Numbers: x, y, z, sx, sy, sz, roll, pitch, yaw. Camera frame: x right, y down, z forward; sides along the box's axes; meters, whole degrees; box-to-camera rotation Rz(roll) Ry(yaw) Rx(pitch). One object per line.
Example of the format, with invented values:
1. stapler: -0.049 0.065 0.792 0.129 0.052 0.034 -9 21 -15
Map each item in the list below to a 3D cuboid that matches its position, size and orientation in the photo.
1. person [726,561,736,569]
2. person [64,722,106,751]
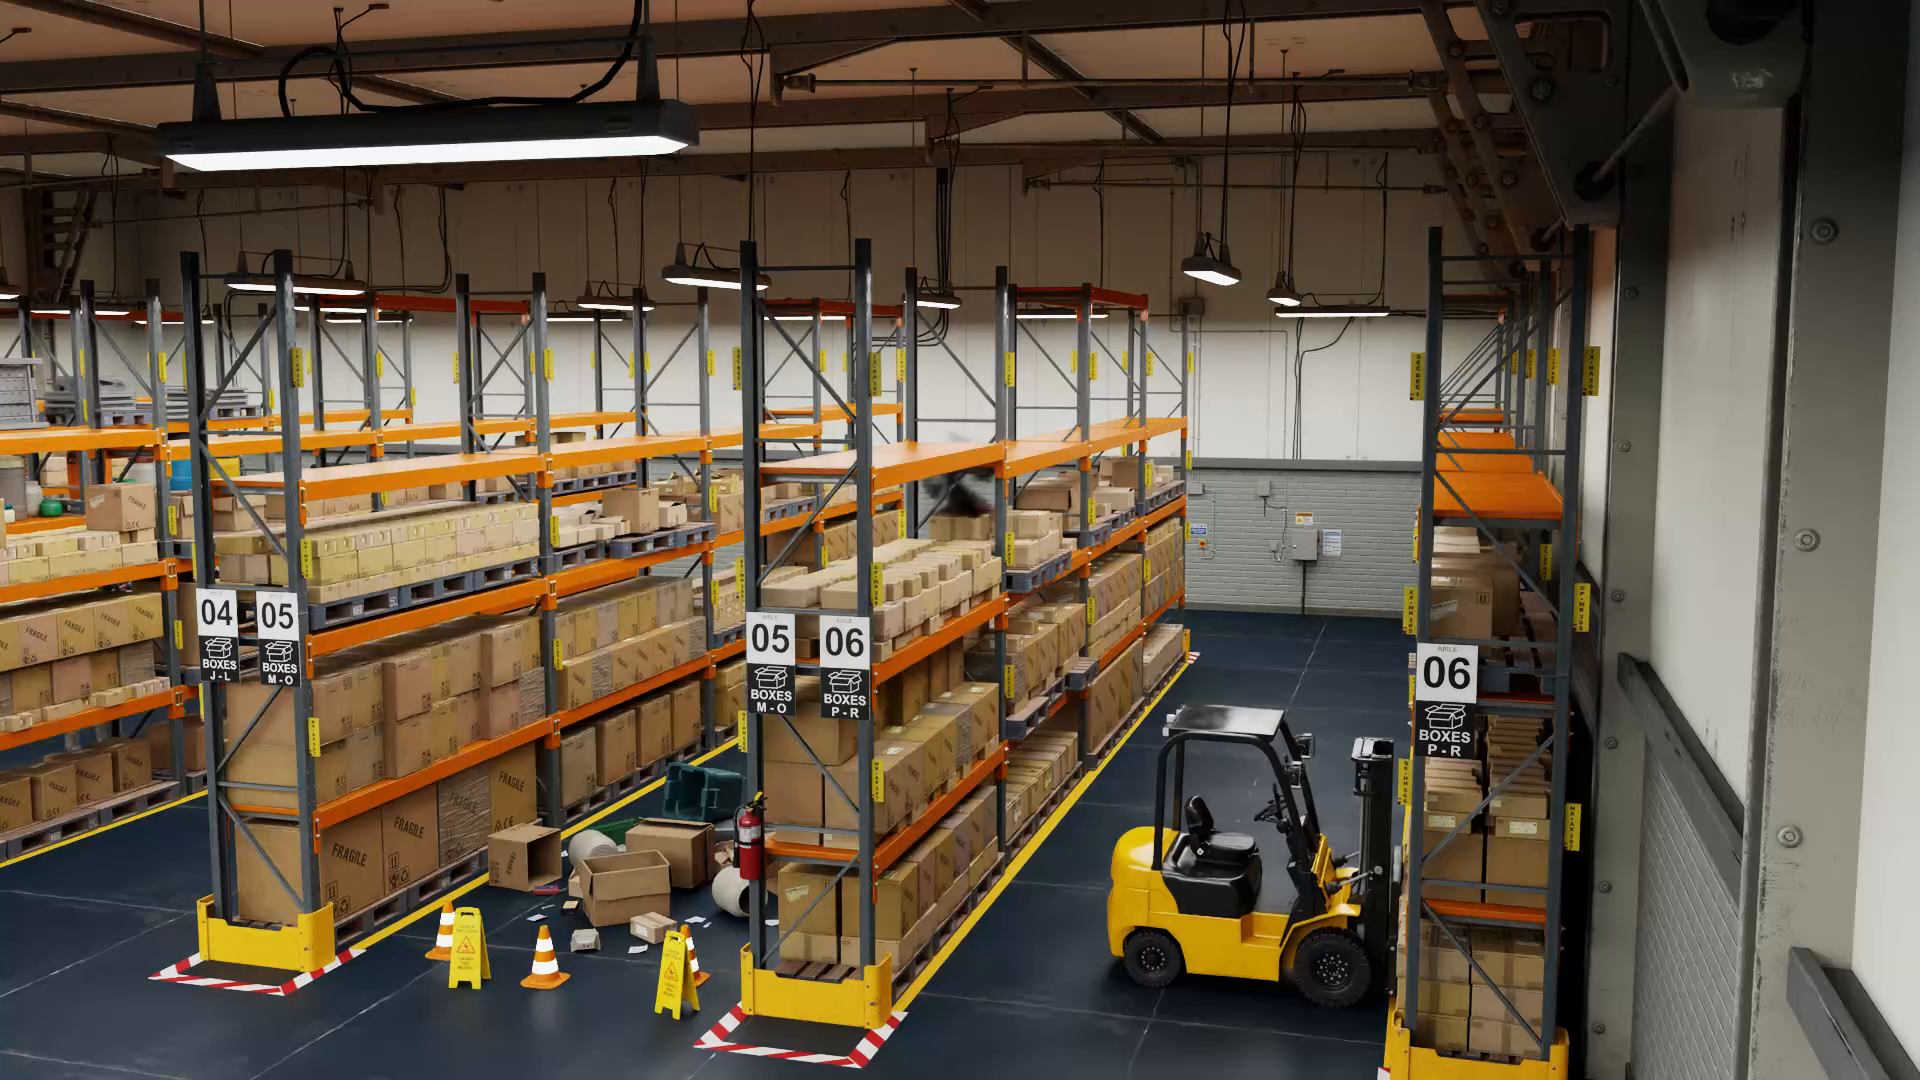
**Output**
1. person: -3.753 1.207 28.113 0.618 1.725 0.665 3 7 22
2. person: -11.252 1.899 21.324 0.666 1.847 0.928 0 6 1
